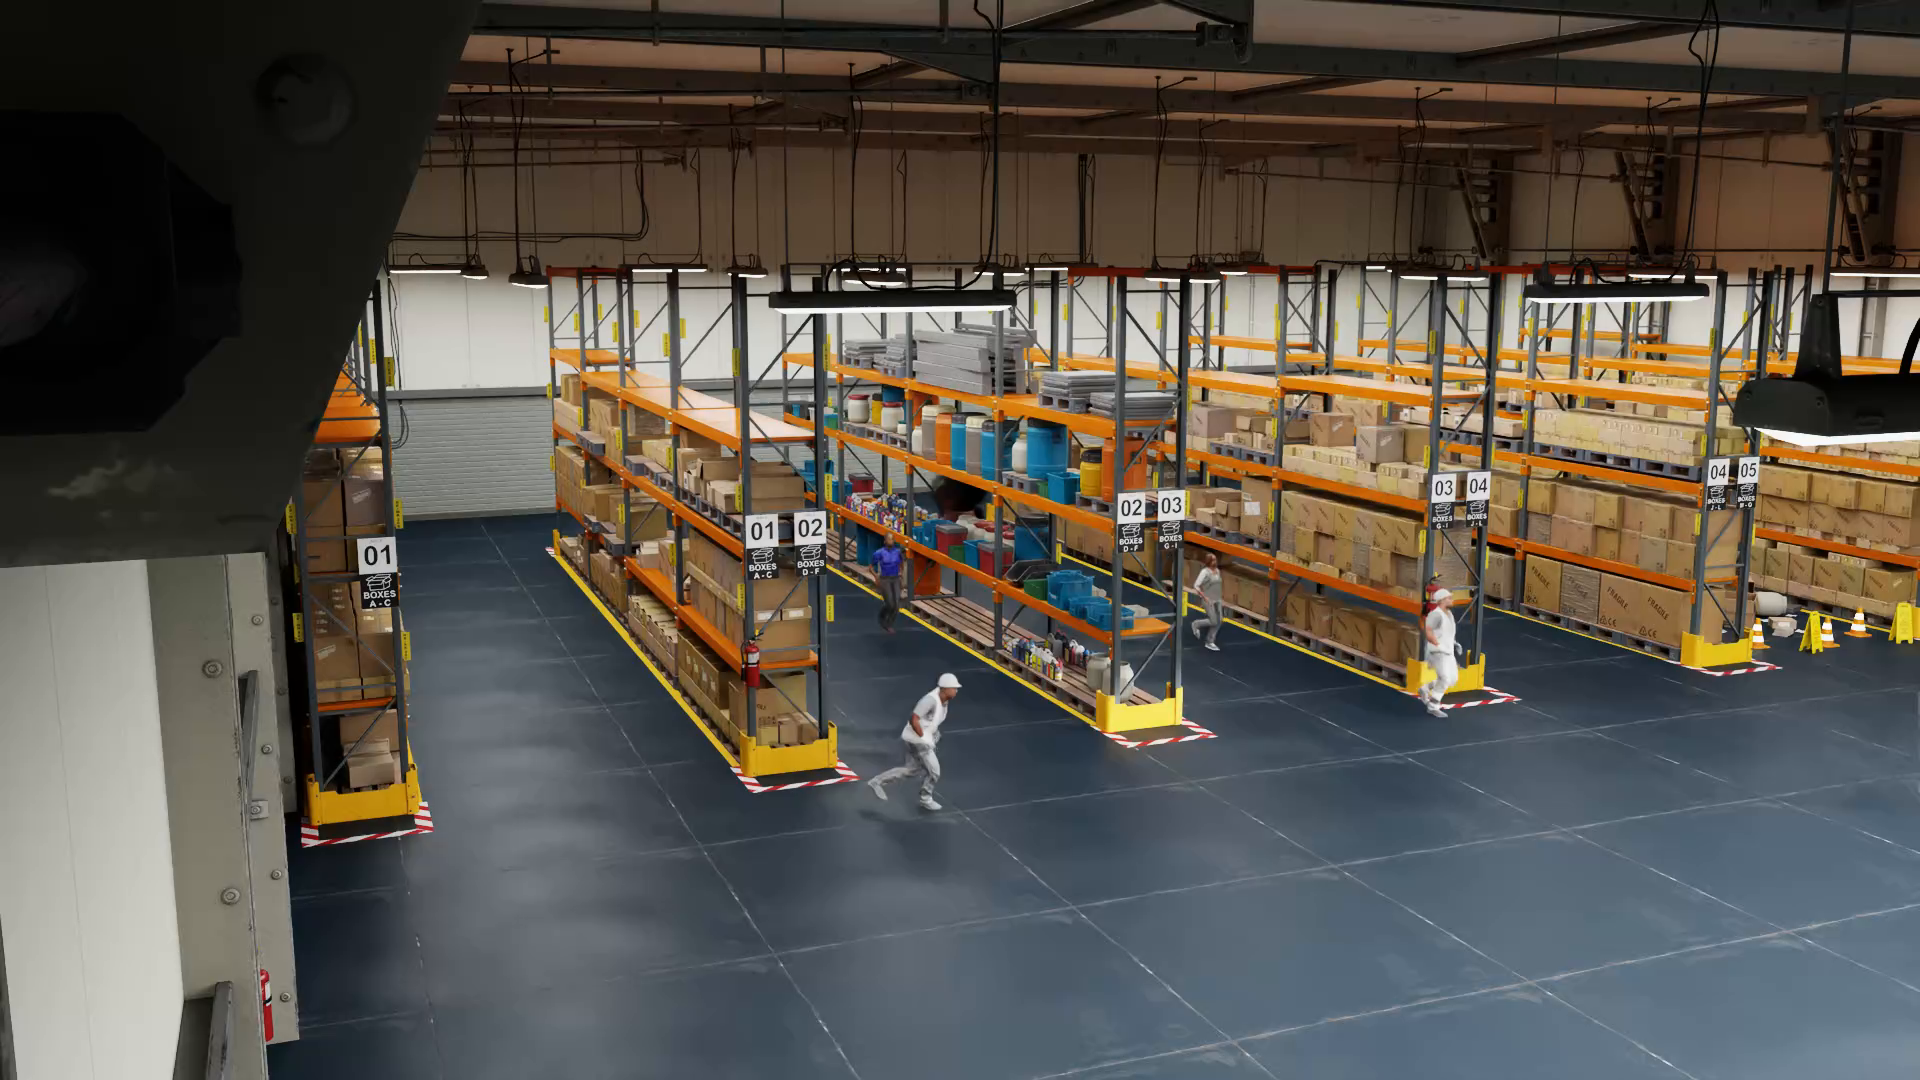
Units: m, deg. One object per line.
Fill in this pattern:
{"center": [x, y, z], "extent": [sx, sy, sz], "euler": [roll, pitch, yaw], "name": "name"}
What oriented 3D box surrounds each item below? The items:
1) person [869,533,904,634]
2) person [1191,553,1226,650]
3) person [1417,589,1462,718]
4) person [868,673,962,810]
{"center": [-1.108, 0.692, 26.367], "extent": [0.575, 1.622, 0.505], "euler": [-6, 11, -29], "name": "person"}
{"center": [3.985, 0.977, 26.612], "extent": [0.538, 1.557, 0.549], "euler": [-8, 13, -38], "name": "person"}
{"center": [6.604, 1.535, 22.883], "extent": [0.554, 1.736, 0.724], "euler": [8, 12, 37], "name": "person"}
{"center": [-0.516, 2.300, 18.970], "extent": [1.089, 1.631, 0.682], "euler": [2, 10, 12], "name": "person"}
